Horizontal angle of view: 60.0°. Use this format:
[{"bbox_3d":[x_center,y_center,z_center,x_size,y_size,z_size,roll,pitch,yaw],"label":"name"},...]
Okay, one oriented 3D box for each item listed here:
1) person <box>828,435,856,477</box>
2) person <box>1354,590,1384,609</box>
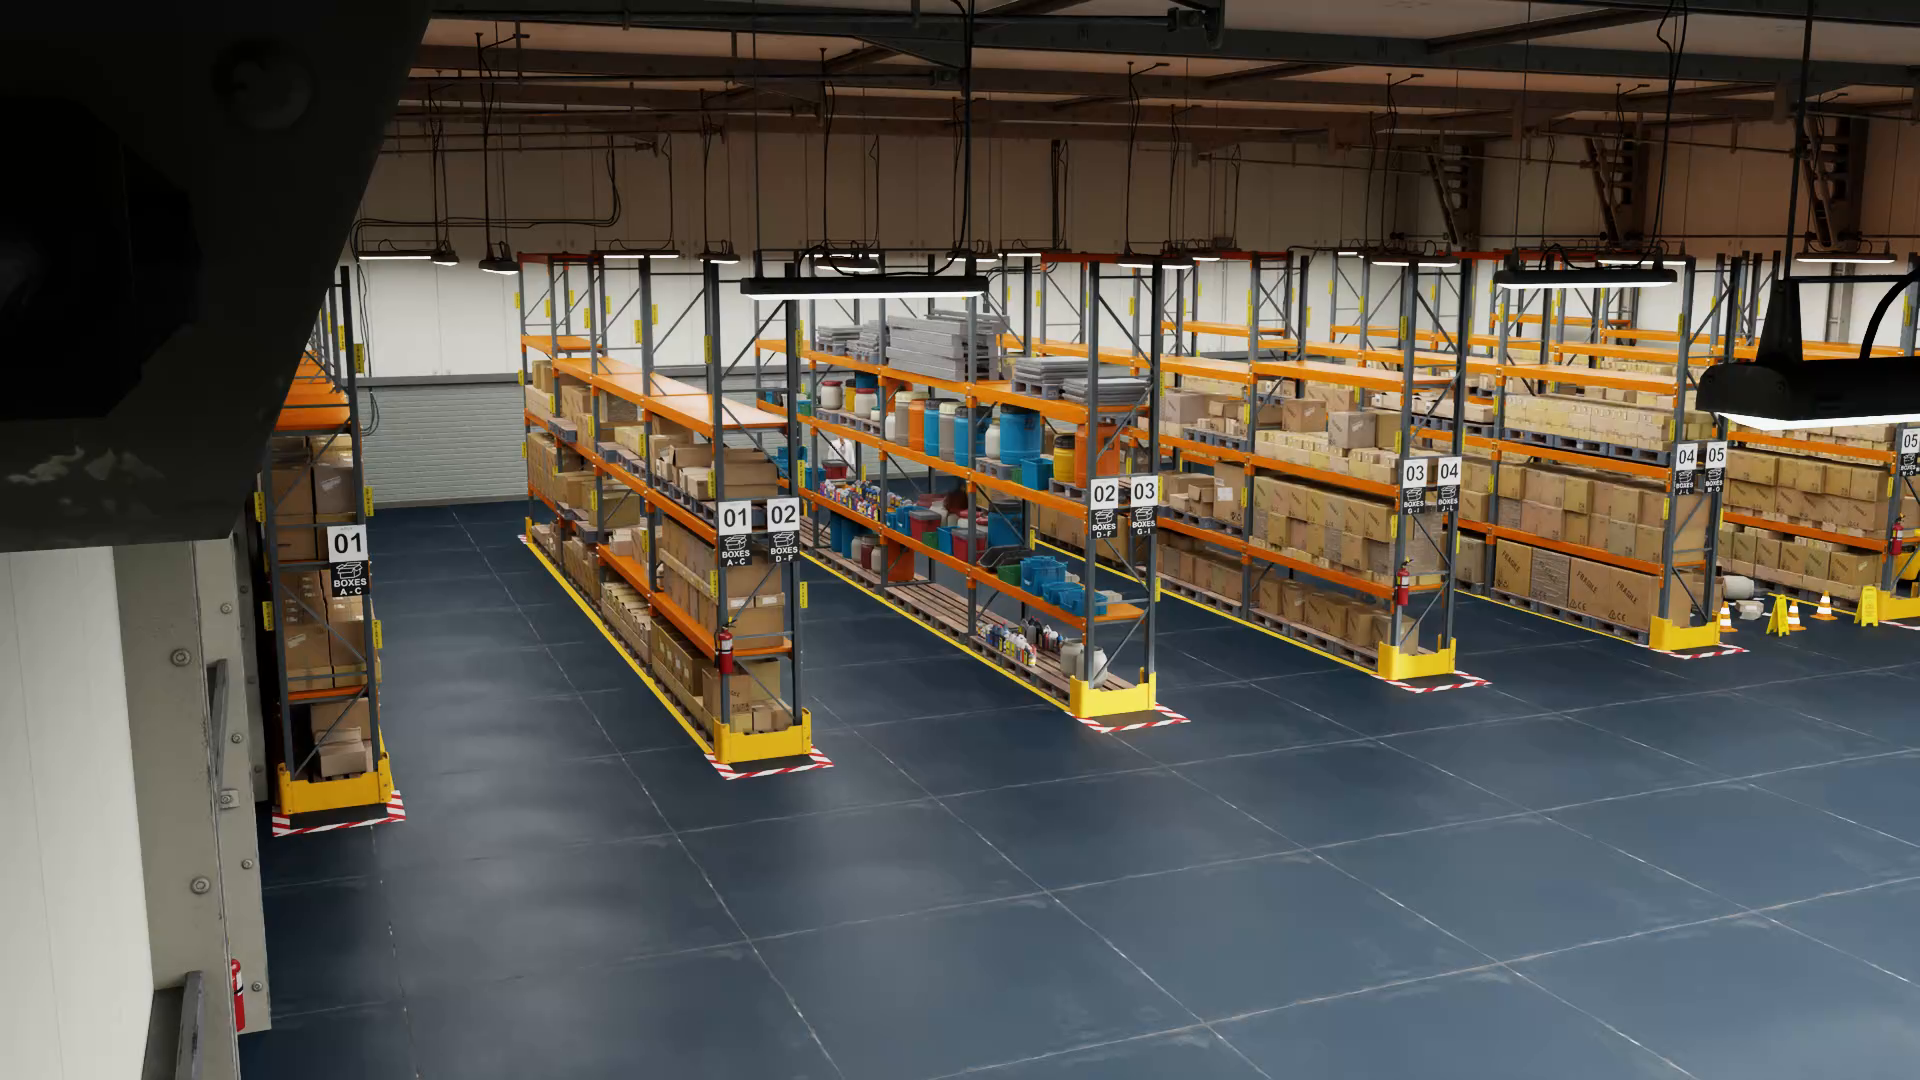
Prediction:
[{"bbox_3d":[-2.796,-1.771,39.784,0.598,1.721,1.110,-5,12,-26],"label":"person"},{"bbox_3d":[6.988,0.323,28.522,0.590,1.724,0.606,0,10,-1],"label":"person"}]
